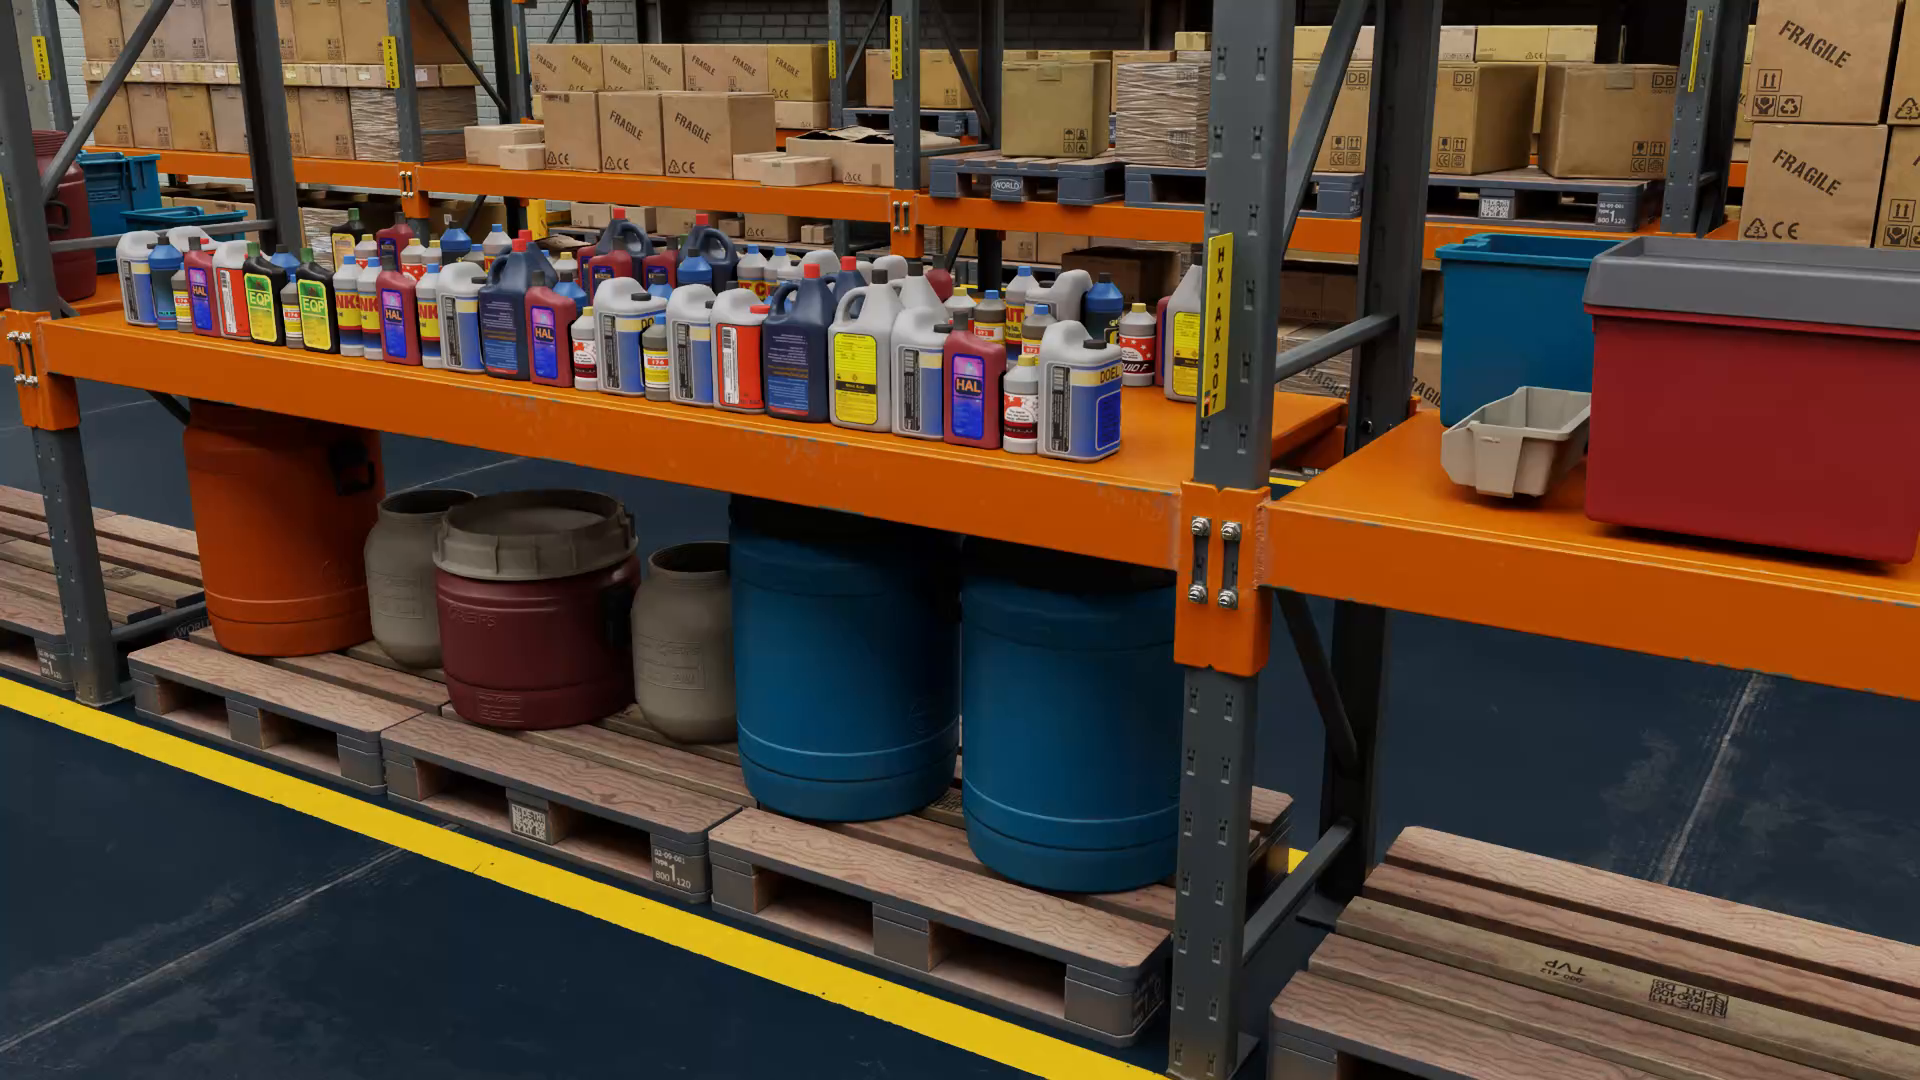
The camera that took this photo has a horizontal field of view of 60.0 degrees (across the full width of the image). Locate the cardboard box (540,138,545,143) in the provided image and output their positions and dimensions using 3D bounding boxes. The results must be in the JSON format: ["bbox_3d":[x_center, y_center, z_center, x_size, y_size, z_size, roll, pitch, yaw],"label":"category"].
[{"bbox_3d":[-2.618,-2.684,11.288,0.258,0.266,0.396,10,19,29],"label":"cardboard box"}]

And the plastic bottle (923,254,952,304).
[{"bbox_3d":[-0.088,-0.634,4.509,0.133,0.283,0.061,10,20,30],"label":"plastic bottle"}]

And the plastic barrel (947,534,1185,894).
[{"bbox_3d":[0.303,0.323,4.046,0.708,0.901,0.600,10,20,30],"label":"plastic barrel"}]

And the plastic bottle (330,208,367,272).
[{"bbox_3d":[-2.083,-0.990,5.681,0.133,0.283,0.061,10,20,30],"label":"plastic bottle"}]

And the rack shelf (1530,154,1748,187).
[{"bbox_3d":[4.238,-2.807,12.699,4.000,0.370,1.077,10,20,30],"label":"rack shelf"}]

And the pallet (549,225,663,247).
[{"bbox_3d":[-3.544,-3.194,17.534,1.213,0.211,1.003,10,20,30],"label":"pallet"}]

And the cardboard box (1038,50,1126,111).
[{"bbox_3d":[1.055,-3.967,14.351,0.500,0.500,0.700,10,20,30],"label":"cardboard box"}]

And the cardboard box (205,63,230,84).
[{"bbox_3d":[-5.341,-3.456,12.310,0.250,0.149,0.380,10,20,31],"label":"cardboard box"}]

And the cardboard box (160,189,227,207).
[{"bbox_3d":[-6.104,-2.477,13.092,0.500,0.500,0.500,10,20,30],"label":"cardboard box"}]

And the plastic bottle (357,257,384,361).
[{"bbox_3d":[-1.579,-0.630,4.514,0.097,0.271,0.097,0,17,0],"label":"plastic bottle"}]

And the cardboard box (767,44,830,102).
[{"bbox_3d":[-1.439,-4.356,15.494,0.500,0.500,0.500,10,20,30],"label":"cardboard box"}]

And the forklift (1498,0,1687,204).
[{"bbox_3d":[3.637,-2.320,9.976,3.031,2.935,1.130,10,19,29],"label":"forklift"}]

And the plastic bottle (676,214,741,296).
[{"bbox_3d":[-0.724,-0.766,4.826,0.185,0.351,0.144,10,20,30],"label":"plastic bottle"}]

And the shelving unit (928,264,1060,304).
[{"bbox_3d":[0.141,-0.549,7.124,0.503,1.200,0.258,10,20,30],"label":"shelving unit"}]

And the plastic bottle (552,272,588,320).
[{"bbox_3d":[-0.995,-0.546,4.239,0.097,0.271,0.097,0,17,0],"label":"plastic bottle"}]

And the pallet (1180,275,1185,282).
[{"bbox_3d":[1.869,-2.241,14.394,1.213,0.211,1.003,10,20,30],"label":"pallet"}]

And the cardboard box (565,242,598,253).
[{"bbox_3d":[-2.522,-1.922,11.591,0.500,0.311,0.500,11,20,32],"label":"cardboard box"}]

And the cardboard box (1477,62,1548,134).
[{"bbox_3d":[4.126,-3.283,12.310,0.500,0.500,0.500,11,20,32],"label":"cardboard box"}]

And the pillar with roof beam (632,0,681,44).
[{"bbox_3d":[-5.487,-6.585,13.575,0.400,9.000,9.100,10,20,30],"label":"pillar with roof beam"}]

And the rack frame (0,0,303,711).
[{"bbox_3d":[-2.651,-1.002,5.519,0.127,3.000,1.000,10,20,30],"label":"rack frame"}]

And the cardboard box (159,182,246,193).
[{"bbox_3d":[-6.259,-2.681,13.765,0.500,0.500,0.500,10,20,30],"label":"cardboard box"}]

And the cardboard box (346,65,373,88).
[{"bbox_3d":[-4.017,-3.221,11.537,0.250,0.149,0.380,10,19,29],"label":"cardboard box"}]

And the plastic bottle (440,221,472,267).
[{"bbox_3d":[-1.631,-0.898,5.397,0.097,0.271,0.097,0,17,0],"label":"plastic bottle"}]

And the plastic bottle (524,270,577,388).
[{"bbox_3d":[-1.021,-0.530,4.164,0.133,0.283,0.061,10,20,30],"label":"plastic bottle"}]

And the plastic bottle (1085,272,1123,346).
[{"bbox_3d":[0.364,-0.542,4.224,0.097,0.271,0.097,0,17,0],"label":"plastic bottle"}]

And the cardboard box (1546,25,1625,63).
[{"bbox_3d":[4.546,-3.571,11.968,0.500,0.250,0.500,11,20,31],"label":"cardboard box"}]

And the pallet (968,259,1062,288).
[{"bbox_3d":[0.834,-2.426,15.006,1.213,0.211,1.003,10,20,30],"label":"pallet"}]

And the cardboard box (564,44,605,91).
[{"bbox_3d":[-3.617,-4.744,16.773,0.500,0.500,0.500,10,20,30],"label":"cardboard box"}]

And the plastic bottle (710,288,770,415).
[{"bbox_3d":[-0.488,-0.446,3.903,0.135,0.276,0.152,10,20,30],"label":"plastic bottle"}]

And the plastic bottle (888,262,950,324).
[{"bbox_3d":[-0.121,-0.464,3.834,0.185,0.351,0.144,10,20,30],"label":"plastic bottle"}]

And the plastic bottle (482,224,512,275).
[{"bbox_3d":[-1.465,-0.868,5.300,0.097,0.271,0.097,0,17,0],"label":"plastic bottle"}]

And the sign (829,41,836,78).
[{"bbox_3d":[-1.152,-4.343,15.027,0.005,0.325,0.100,10,20,30],"label":"sign"}]

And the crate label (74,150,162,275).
[{"bbox_3d":[-3.356,-1.237,6.232,0.616,0.435,0.502,10,20,30],"label":"crate label"}]

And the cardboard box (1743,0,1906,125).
[{"bbox_3d":[3.608,-2.005,6.927,0.500,0.500,0.500,11,20,31],"label":"cardboard box"}]

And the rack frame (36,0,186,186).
[{"bbox_3d":[-6.872,-3.445,13.562,0.127,3.000,1.000,10,20,30],"label":"rack frame"}]

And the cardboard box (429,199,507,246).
[{"bbox_3d":[-3.695,-2.229,12.276,0.500,0.500,0.500,10,20,30],"label":"cardboard box"}]

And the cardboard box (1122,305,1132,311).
[{"bbox_3d":[0.632,-1.024,9.136,0.500,0.500,0.500,9,19,28],"label":"cardboard box"}]

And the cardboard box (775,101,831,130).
[{"bbox_3d":[-1.436,-3.999,15.608,0.500,0.250,0.500,10,20,30],"label":"cardboard box"}]

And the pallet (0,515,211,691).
[{"bbox_3d":[-3.290,0.205,6.344,1.213,0.211,1.003,10,20,30],"label":"pallet"}]

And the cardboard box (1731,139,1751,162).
[{"bbox_3d":[5.507,-2.718,11.565,0.250,0.149,0.380,10,20,31],"label":"cardboard box"}]

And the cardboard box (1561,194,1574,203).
[{"bbox_3d":[4.562,-2.221,12.507,0.750,0.750,0.750,11,20,32],"label":"cardboard box"}]

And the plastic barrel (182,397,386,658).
[{"bbox_3d":[-2.225,-0.094,5.542,0.708,0.830,0.600,10,20,30],"label":"plastic barrel"}]

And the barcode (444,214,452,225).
[{"bbox_3d":[-3.464,-2.169,11.251,0.075,0.075,0.001,10,20,30],"label":"barcode"}]

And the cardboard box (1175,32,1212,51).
[{"bbox_3d":[1.943,-4.115,13.721,0.250,0.149,0.380,7,18,21],"label":"cardboard box"}]

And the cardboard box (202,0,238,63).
[{"bbox_3d":[-5.128,-3.800,12.326,0.500,0.500,0.700,10,20,30],"label":"cardboard box"}]

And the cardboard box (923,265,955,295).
[{"bbox_3d":[-0.348,-1.534,10.314,0.500,0.311,0.500,11,20,32],"label":"cardboard box"}]

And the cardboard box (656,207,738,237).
[{"bbox_3d":[-2.656,-3.349,16.788,0.500,0.500,0.700,9,19,27],"label":"cardboard box"}]

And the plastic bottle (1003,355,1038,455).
[{"bbox_3d":[0.140,-0.289,3.514,0.097,0.201,0.097,0,17,0],"label":"plastic bottle"}]

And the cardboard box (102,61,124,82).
[{"bbox_3d":[-6.424,-3.651,12.951,0.250,0.149,0.380,10,19,29],"label":"cardboard box"}]

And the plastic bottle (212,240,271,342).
[{"bbox_3d":[-2.057,-0.726,4.825,0.135,0.276,0.152,10,20,30],"label":"plastic bottle"}]

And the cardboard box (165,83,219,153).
[{"bbox_3d":[-5.611,-3.263,12.790,0.500,0.500,0.700,10,20,30],"label":"cardboard box"}]

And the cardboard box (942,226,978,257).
[{"bbox_3d":[0.228,-2.904,15.326,0.500,0.500,0.700,10,19,29],"label":"cardboard box"}]

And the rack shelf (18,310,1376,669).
[{"bbox_3d":[-0.946,-0.354,4.622,4.000,0.370,1.077,10,20,30],"label":"rack shelf"}]

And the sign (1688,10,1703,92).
[{"bbox_3d":[3.066,-2.036,6.930,0.005,0.325,0.100,10,20,30],"label":"sign"}]

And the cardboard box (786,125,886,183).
[{"bbox_3d":[-0.716,-2.370,10.174,0.500,0.311,0.500,10,19,29],"label":"cardboard box"}]

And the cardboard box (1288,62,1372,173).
[{"bbox_3d":[1.816,-2.122,8.311,0.500,0.500,0.700,5,18,16],"label":"cardboard box"}]

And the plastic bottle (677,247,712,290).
[{"bbox_3d":[-0.750,-0.691,4.717,0.097,0.271,0.097,0,17,0],"label":"plastic bottle"}]
